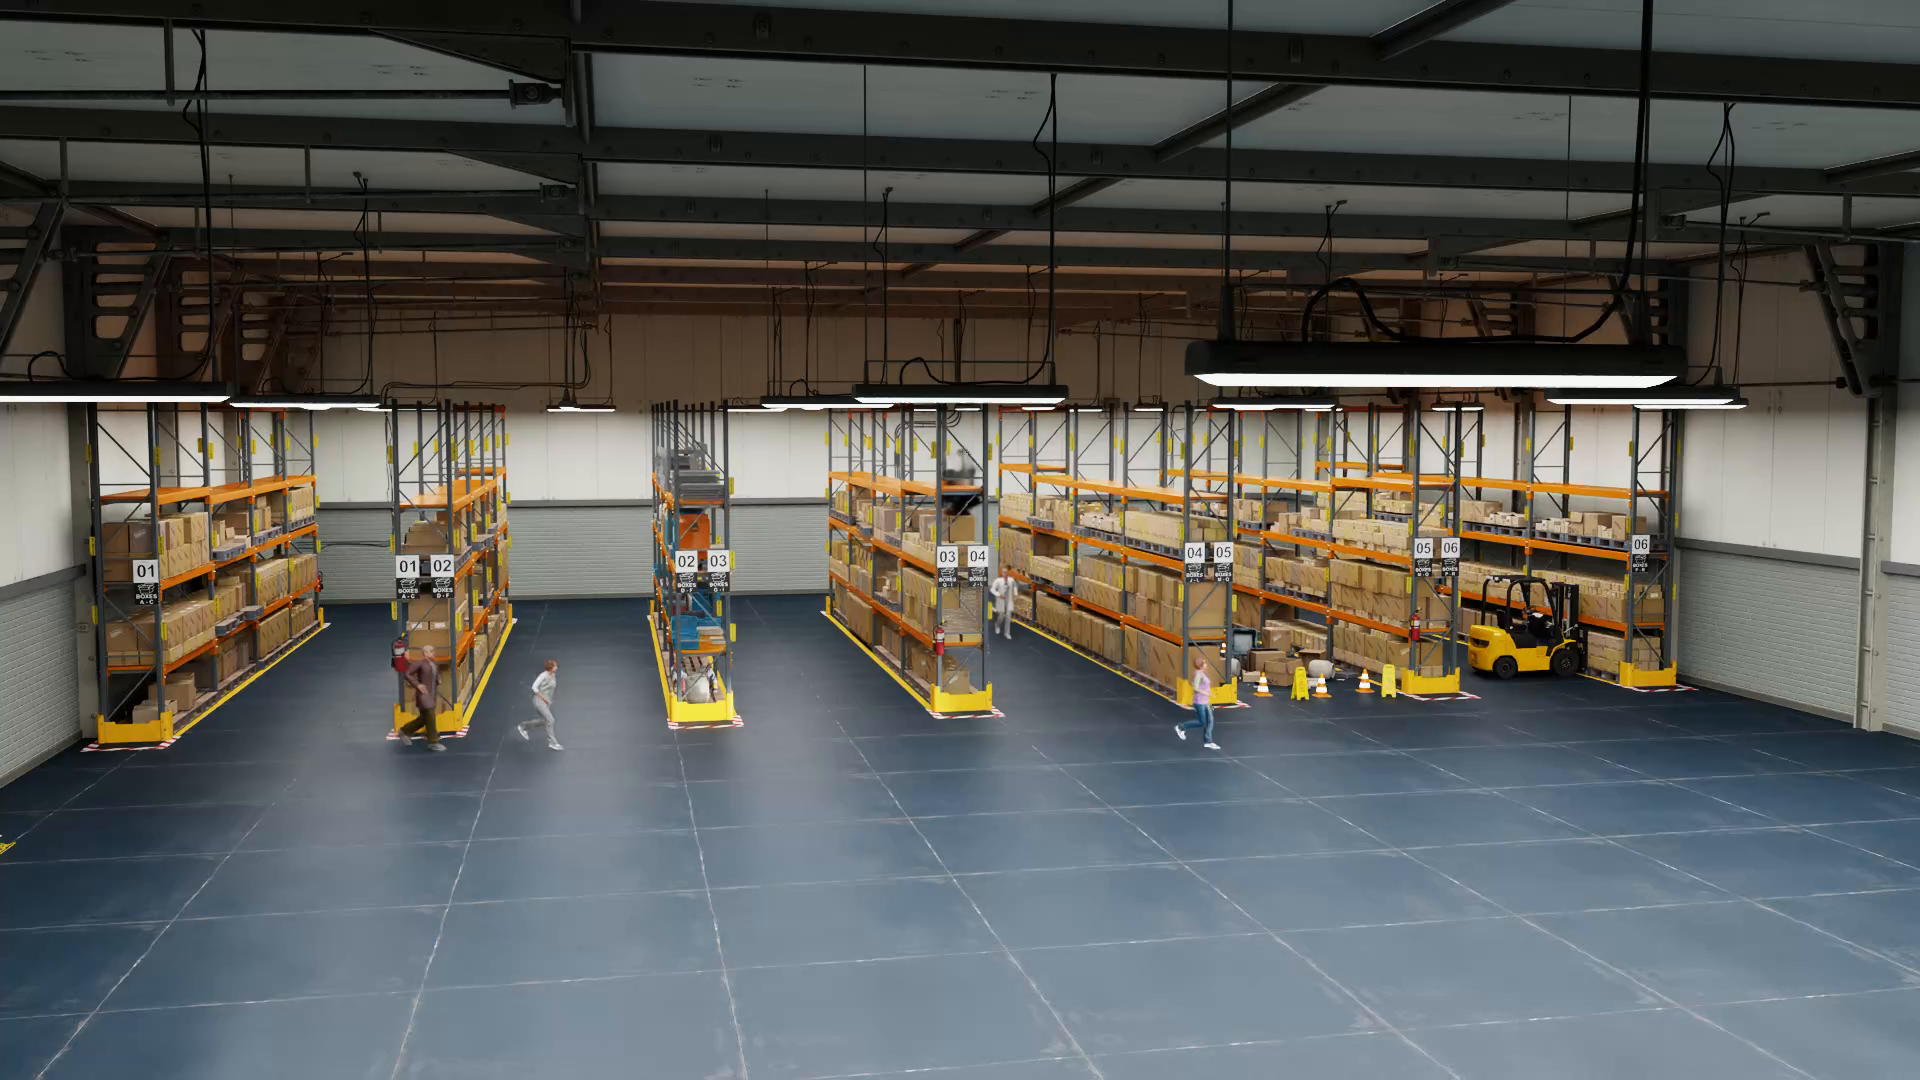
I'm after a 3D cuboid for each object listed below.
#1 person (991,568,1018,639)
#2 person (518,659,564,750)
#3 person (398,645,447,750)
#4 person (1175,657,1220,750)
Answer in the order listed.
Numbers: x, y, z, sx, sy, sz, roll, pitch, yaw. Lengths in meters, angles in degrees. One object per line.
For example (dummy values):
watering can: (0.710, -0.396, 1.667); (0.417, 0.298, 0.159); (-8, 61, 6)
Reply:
person: (1.145, 1.663, 42.799); (0.736, 1.697, 0.898); (-1, 4, -15)
person: (-7.216, 2.809, 28.474); (0.861, 1.564, 0.533); (1, 5, 18)
person: (-9.199, 2.699, 28.648); (0.965, 1.779, 0.719); (1, 4, 14)
person: (4.104, 2.792, 28.512); (0.740, 1.585, 0.537); (1, 5, 18)
